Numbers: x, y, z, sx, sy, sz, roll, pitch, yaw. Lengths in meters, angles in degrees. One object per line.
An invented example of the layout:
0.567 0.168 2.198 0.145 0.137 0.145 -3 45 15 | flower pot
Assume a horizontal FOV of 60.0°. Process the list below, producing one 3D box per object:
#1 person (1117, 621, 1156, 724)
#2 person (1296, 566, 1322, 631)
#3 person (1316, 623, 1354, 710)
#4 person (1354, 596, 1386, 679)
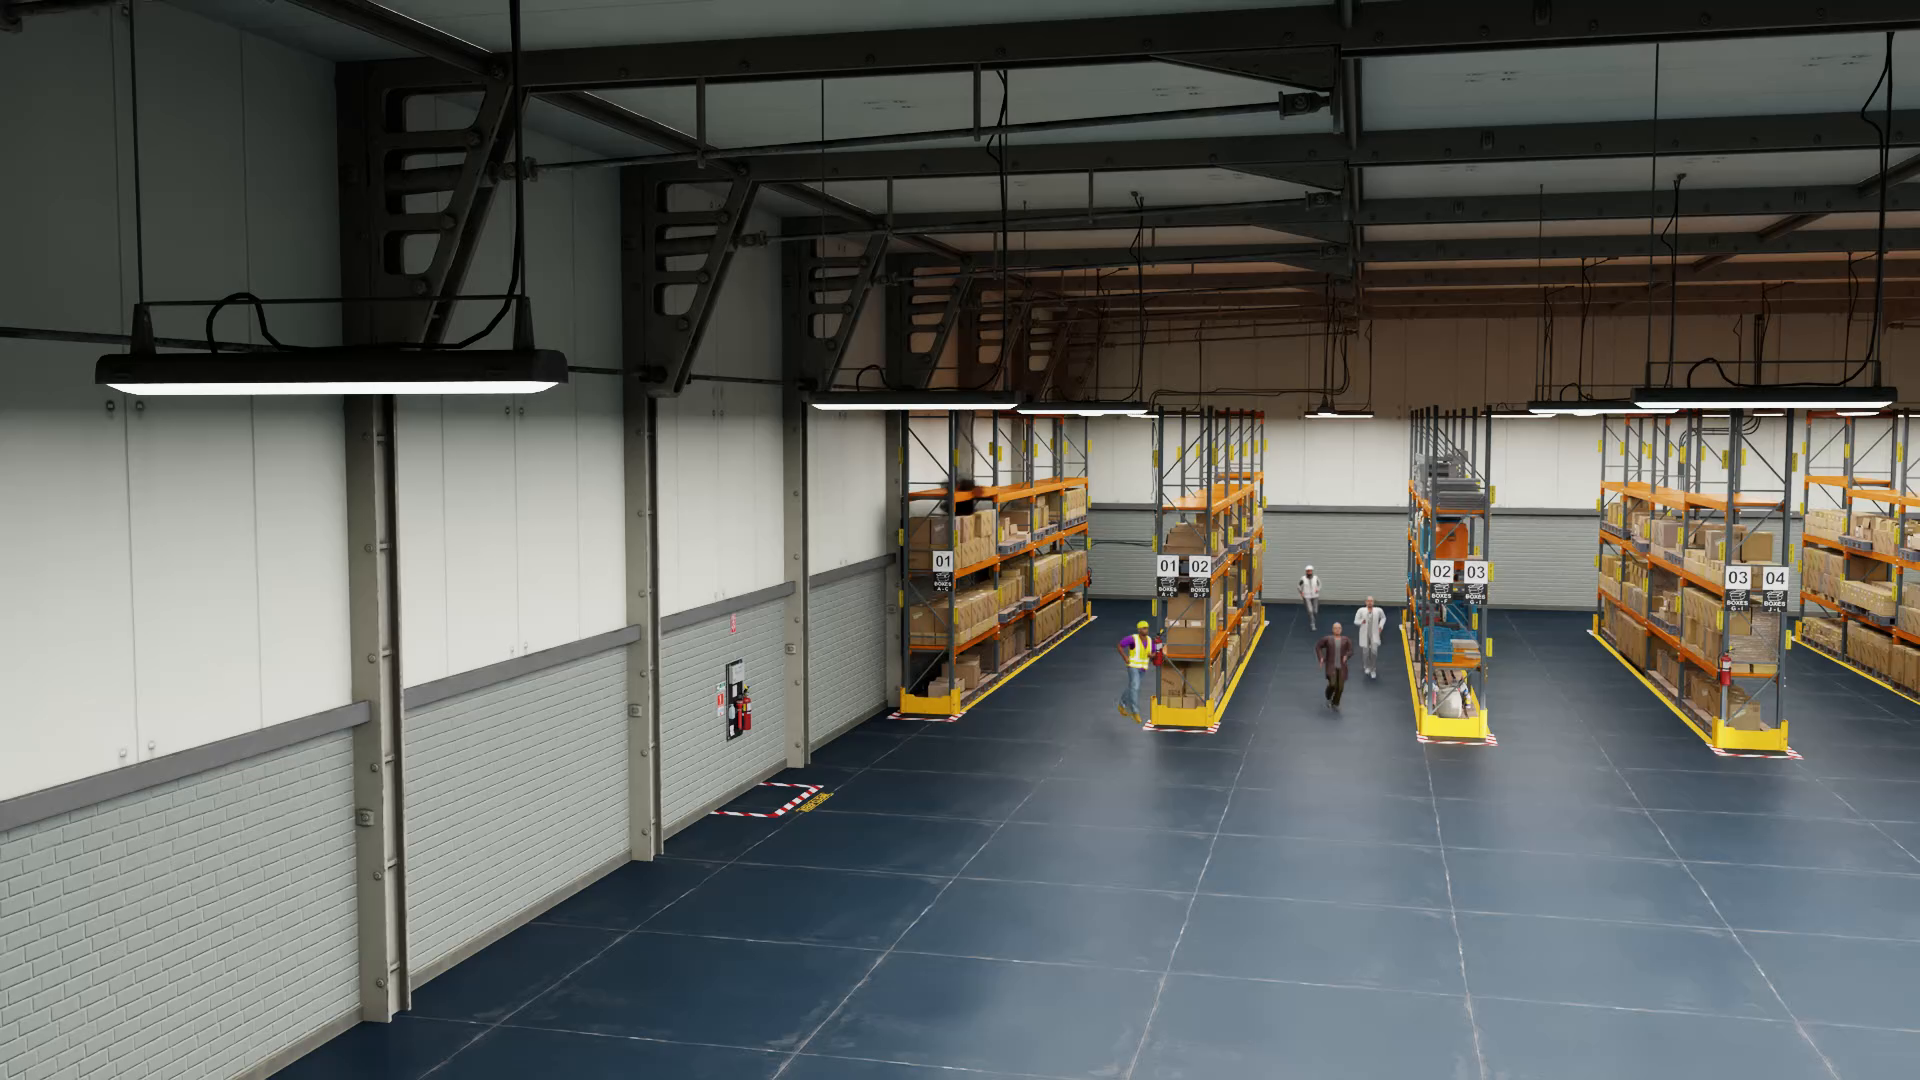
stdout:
3.277 2.388 30.563 0.702 1.822 0.787 -3 5 -33 | person
9.596 1.579 45.653 0.681 1.772 0.820 0 4 -1 | person
7.400 2.498 32.693 0.704 1.734 0.653 0 4 0 | person
9.159 2.174 37.164 0.685 1.826 0.775 1 4 14 | person
